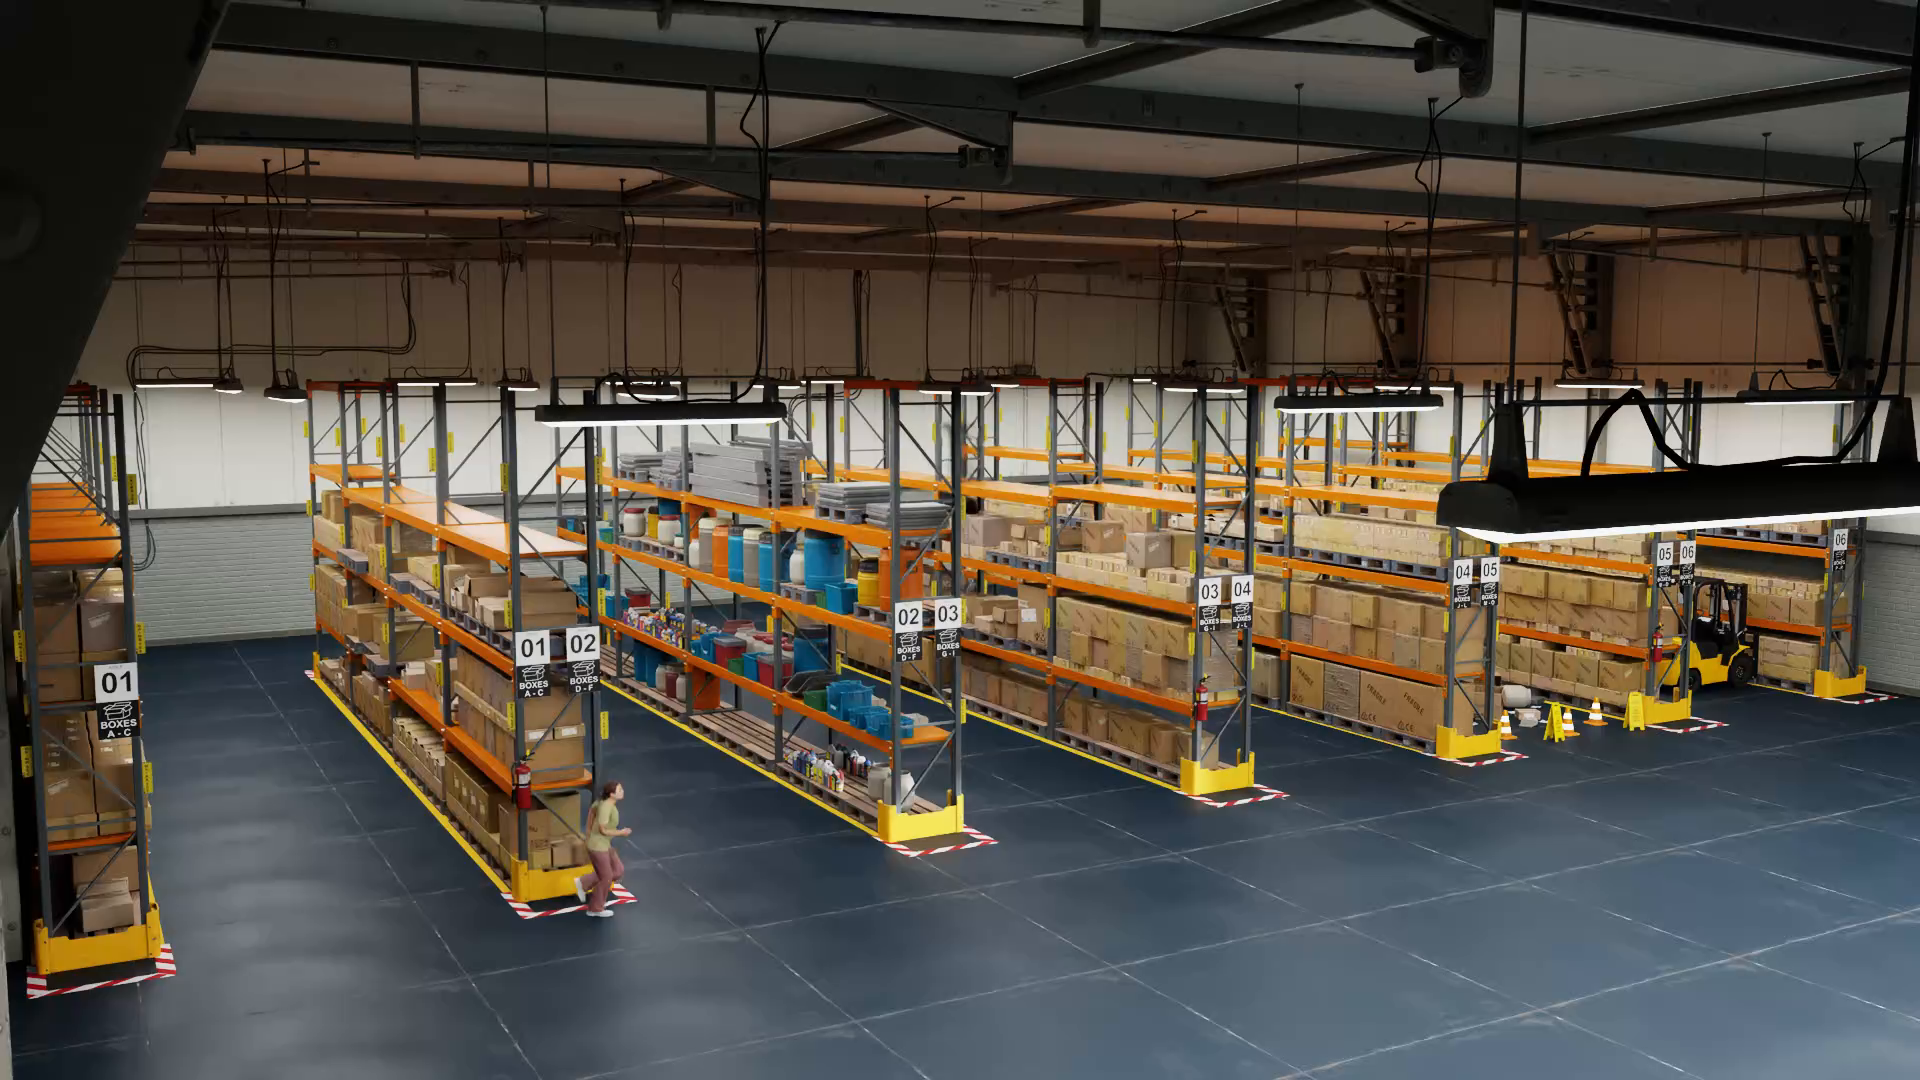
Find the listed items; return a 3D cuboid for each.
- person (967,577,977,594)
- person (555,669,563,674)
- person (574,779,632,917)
[{"bbox_3d":[0.356,1.085,41.855,0.632,1.650,0.676,-2,6,-15],"label":"person"},{"bbox_3d":[-7.537,2.281,30.535,0.627,1.685,0.936,-5,8,-40],"label":"person"},{"bbox_3d":[-4.074,3.525,18.984,0.674,1.611,0.556,0,6,-3],"label":"person"}]
